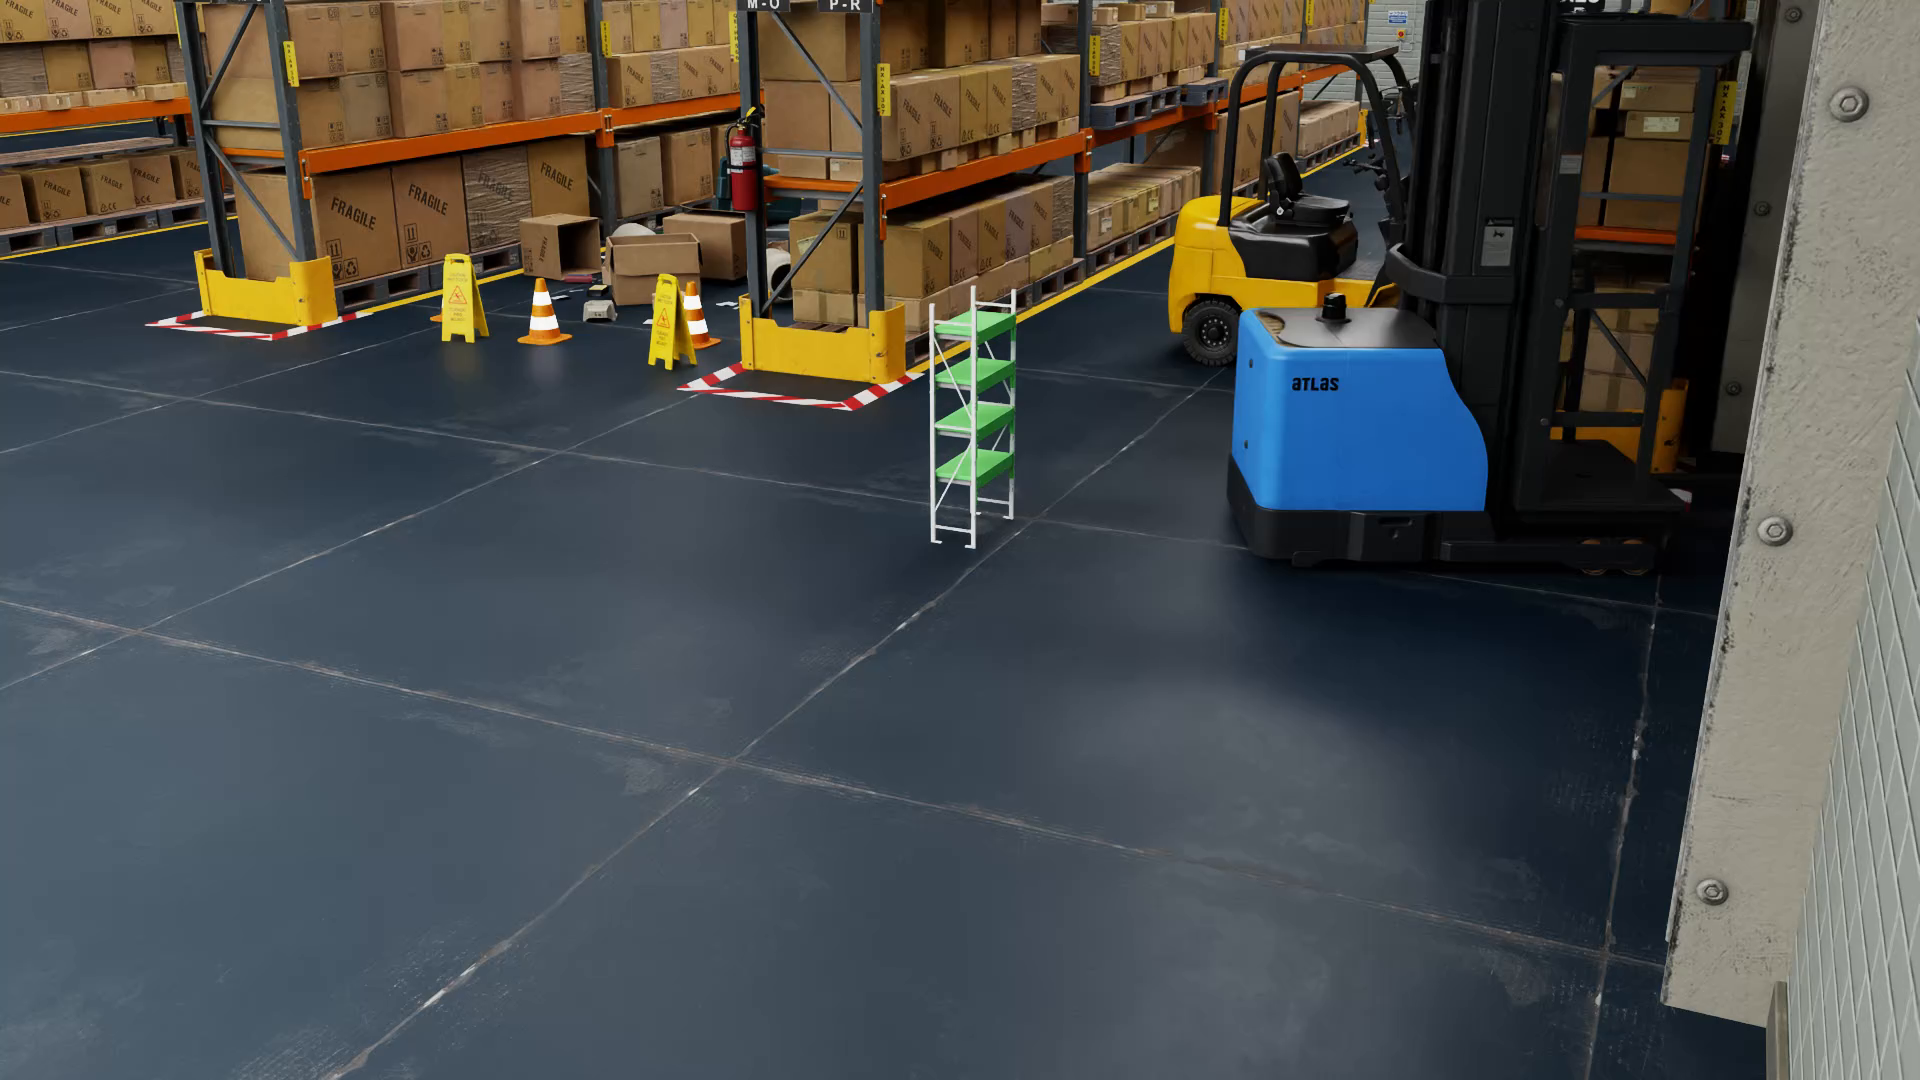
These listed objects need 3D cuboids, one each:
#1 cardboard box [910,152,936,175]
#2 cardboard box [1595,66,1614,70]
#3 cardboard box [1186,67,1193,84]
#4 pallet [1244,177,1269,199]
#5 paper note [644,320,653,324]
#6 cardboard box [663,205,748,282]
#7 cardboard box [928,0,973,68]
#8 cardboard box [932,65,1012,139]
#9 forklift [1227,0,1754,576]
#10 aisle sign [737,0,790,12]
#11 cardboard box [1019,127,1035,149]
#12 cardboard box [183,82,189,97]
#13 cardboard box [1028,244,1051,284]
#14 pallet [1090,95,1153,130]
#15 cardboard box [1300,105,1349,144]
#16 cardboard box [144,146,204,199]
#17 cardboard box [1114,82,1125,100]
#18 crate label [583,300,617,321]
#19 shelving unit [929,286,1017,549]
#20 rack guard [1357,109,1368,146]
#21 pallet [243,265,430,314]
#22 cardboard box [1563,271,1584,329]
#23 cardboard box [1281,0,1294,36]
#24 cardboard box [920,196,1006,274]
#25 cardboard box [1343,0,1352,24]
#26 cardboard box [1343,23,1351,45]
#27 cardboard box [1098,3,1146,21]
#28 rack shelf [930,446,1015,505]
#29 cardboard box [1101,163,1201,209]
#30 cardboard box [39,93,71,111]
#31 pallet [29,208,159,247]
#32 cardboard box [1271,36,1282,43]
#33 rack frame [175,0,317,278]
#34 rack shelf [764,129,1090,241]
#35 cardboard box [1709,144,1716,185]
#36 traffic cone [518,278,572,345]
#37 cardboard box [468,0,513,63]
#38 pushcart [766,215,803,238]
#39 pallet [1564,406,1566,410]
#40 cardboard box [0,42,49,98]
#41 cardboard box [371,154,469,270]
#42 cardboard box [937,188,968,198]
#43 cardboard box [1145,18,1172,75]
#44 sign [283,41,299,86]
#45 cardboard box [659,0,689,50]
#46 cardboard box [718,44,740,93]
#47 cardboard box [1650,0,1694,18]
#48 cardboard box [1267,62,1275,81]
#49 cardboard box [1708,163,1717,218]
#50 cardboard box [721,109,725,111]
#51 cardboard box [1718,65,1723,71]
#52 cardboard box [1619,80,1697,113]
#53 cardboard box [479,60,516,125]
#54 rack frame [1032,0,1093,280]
[{"bbox_3d":[-0.390,-2.682,11.772,0.380,0.149,0.250,8,21,21],"label":"cardboard box"},{"bbox_3d":[3.924,-2.931,10.536,0.380,0.149,0.250,9,21,24],"label":"cardboard box"},{"bbox_3d":[2.149,-4.718,16.869,0.380,0.149,0.250,7,21,20],"label":"cardboard box"},{"bbox_3d":[3.177,-4.310,20.136,1.003,0.211,1.213,9,21,23],"label":"pallet"},{"bbox_3d":[-2.420,-1.739,13.176,0.148,0.019,0.142,1,20,4],"label":"paper note"},{"bbox_3d":[-2.206,-2.635,14.788,0.797,0.637,0.503,9,21,23],"label":"cardboard box"},{"bbox_3d":[-0.321,-3.878,12.673,0.700,0.500,0.500,8,21,22],"label":"cardboard box"},{"bbox_3d":[0.073,-3.341,12.657,0.500,0.500,0.500,8,21,22],"label":"cardboard box"},{"bbox_3d":[2.914,-1.393,7.874,3.031,2.935,1.130,0,20,1],"label":"forklift"},{"bbox_3d":[-1.281,-3.822,10.721,0.394,0.787,0.004,9,21,23],"label":"aisle sign"},{"bbox_3d":[0.380,-3.229,13.310,0.380,0.149,0.250,8,21,22],"label":"cardboard box"},{"bbox_3d":[-8.325,-4.859,17.893,0.380,0.149,0.250,9,21,23],"label":"cardboard box"},{"bbox_3d":[0.441,-2.319,13.854,0.500,0.250,0.500,8,21,21],"label":"cardboard box"},{"bbox_3d":[1.092,-3.922,15.170,1.003,0.211,1.213,9,21,23],"label":"pallet"},{"bbox_3d":[5.014,-5.961,23.815,0.875,0.438,0.875,9,22,24],"label":"cardboard box"},{"bbox_3d":[-8.595,-4.062,18.380,0.500,0.500,0.500,8,21,21],"label":"cardboard box"},{"bbox_3d":[1.271,-4.079,15.073,0.380,0.149,0.250,9,21,24],"label":"cardboard box"},{"bbox_3d":[-2.879,-1.833,13.281,0.250,0.136,0.298,-2,20,-5],"label":"crate label"},{"bbox_3d":[0.068,-0.616,8.273,0.258,1.200,0.503,9,21,23],"label":"shelving unit"},{"bbox_3d":[5.570,-6.297,25.291,1.175,0.500,0.348,9,21,23],"label":"rack guard"},{"bbox_3d":[-5.293,-2.166,14.106,1.003,0.211,1.213,9,21,23],"label":"pallet"},{"bbox_3d":[3.443,-1.453,9.925,0.500,0.250,0.500,9,22,25],"label":"cardboard box"},{"bbox_3d":[3.764,-6.432,20.300,0.500,0.500,0.500,9,21,24],"label":"cardboard box"},{"bbox_3d":[0.023,-2.360,12.850,0.500,0.500,0.500,9,21,24],"label":"cardboard box"},{"bbox_3d":[5.188,-7.491,23.277,0.500,0.500,0.500,8,21,22],"label":"cardboard box"},{"bbox_3d":[5.184,-7.020,23.446,0.500,0.500,0.500,9,22,24],"label":"cardboard box"},{"bbox_3d":[1.513,-4.931,15.532,0.380,0.149,0.250,10,22,26],"label":"cardboard box"},{"bbox_3d":[0.068,-0.330,8.375,0.258,0.148,0.480,9,21,23],"label":"rack shelf"},{"bbox_3d":[2.044,-3.810,17.863,0.950,0.372,0.625,7,21,19],"label":"cardboard box"},{"bbox_3d":[-8.995,-4.317,16.369,0.380,0.149,0.250,9,21,23],"label":"cardboard box"},{"bbox_3d":[-9.135,-3.260,17.184,1.003,0.211,1.213,9,21,23],"label":"pallet"},{"bbox_3d":[3.559,-5.928,20.002,0.500,0.250,0.500,9,22,24],"label":"cardboard box"},{"bbox_3d":[-5.549,-3.224,12.921,1.000,3.000,0.127,9,21,23],"label":"rack frame"},{"bbox_3d":[-0.172,-2.848,12.938,1.077,0.370,4.000,9,21,23],"label":"rack shelf"},{"bbox_3d":[4.832,-2.683,11.249,0.500,0.500,0.500,8,21,21],"label":"cardboard box"},{"bbox_3d":[-3.144,-1.738,12.527,0.336,0.463,0.334,9,21,23],"label":"traffic cone"},{"bbox_3d":[-4.559,-4.588,14.921,0.875,0.550,0.550,9,21,23],"label":"cardboard box"},{"bbox_3d":[-1.454,-2.861,15.813,1.648,0.377,0.936,1,20,4],"label":"pushcart"},{"bbox_3d":[3.814,-0.822,10.327,1.003,0.211,1.213,9,21,23],"label":"pallet"},{"bbox_3d":[-9.443,-4.604,16.207,0.875,0.500,0.500,9,21,23],"label":"cardboard box"},{"bbox_3d":[-4.973,-2.907,14.572,0.875,0.875,0.875,8,21,22],"label":"cardboard box"},{"bbox_3d":[-0.264,-2.588,13.489,0.500,0.500,0.500,10,22,26],"label":"cardboard box"},{"bbox_3d":[1.720,-4.749,15.988,0.500,0.500,0.500,8,21,20],"label":"cardboard box"},{"bbox_3d":[-5.045,-3.591,12.544,0.100,0.325,0.005,9,21,23],"label":"sign"},{"bbox_3d":[-3.297,-5.430,17.482,0.700,0.500,0.500,9,21,23],"label":"cardboard box"},{"bbox_3d":[-2.623,-5.237,18.432,0.500,0.500,0.500,8,21,22],"label":"cardboard box"},{"bbox_3d":[9.045,-6.650,21.214,0.500,0.500,0.500,9,22,24],"label":"cardboard box"},{"bbox_3d":[3.535,-5.695,20.092,0.500,0.250,0.500,8,21,21],"label":"cardboard box"},{"bbox_3d":[7.462,-3.599,17.080,0.500,0.500,0.500,9,21,23],"label":"cardboard box"},{"bbox_3d":[-4.407,-7.267,26.832,0.875,0.875,0.875,9,21,23],"label":"cardboard box"},{"bbox_3d":[4.915,-3.157,11.172,0.380,0.149,0.250,8,21,22],"label":"cardboard box"},{"bbox_3d":[3.871,-2.462,9.217,0.380,0.149,0.250,8,21,22],"label":"cardboard box"},{"bbox_3d":[-4.584,-4.083,15.112,0.875,0.550,0.550,9,21,23],"label":"cardboard box"},{"bbox_3d":[0.647,-3.799,14.537,1.000,3.000,0.127,9,21,23],"label":"rack frame"}]
